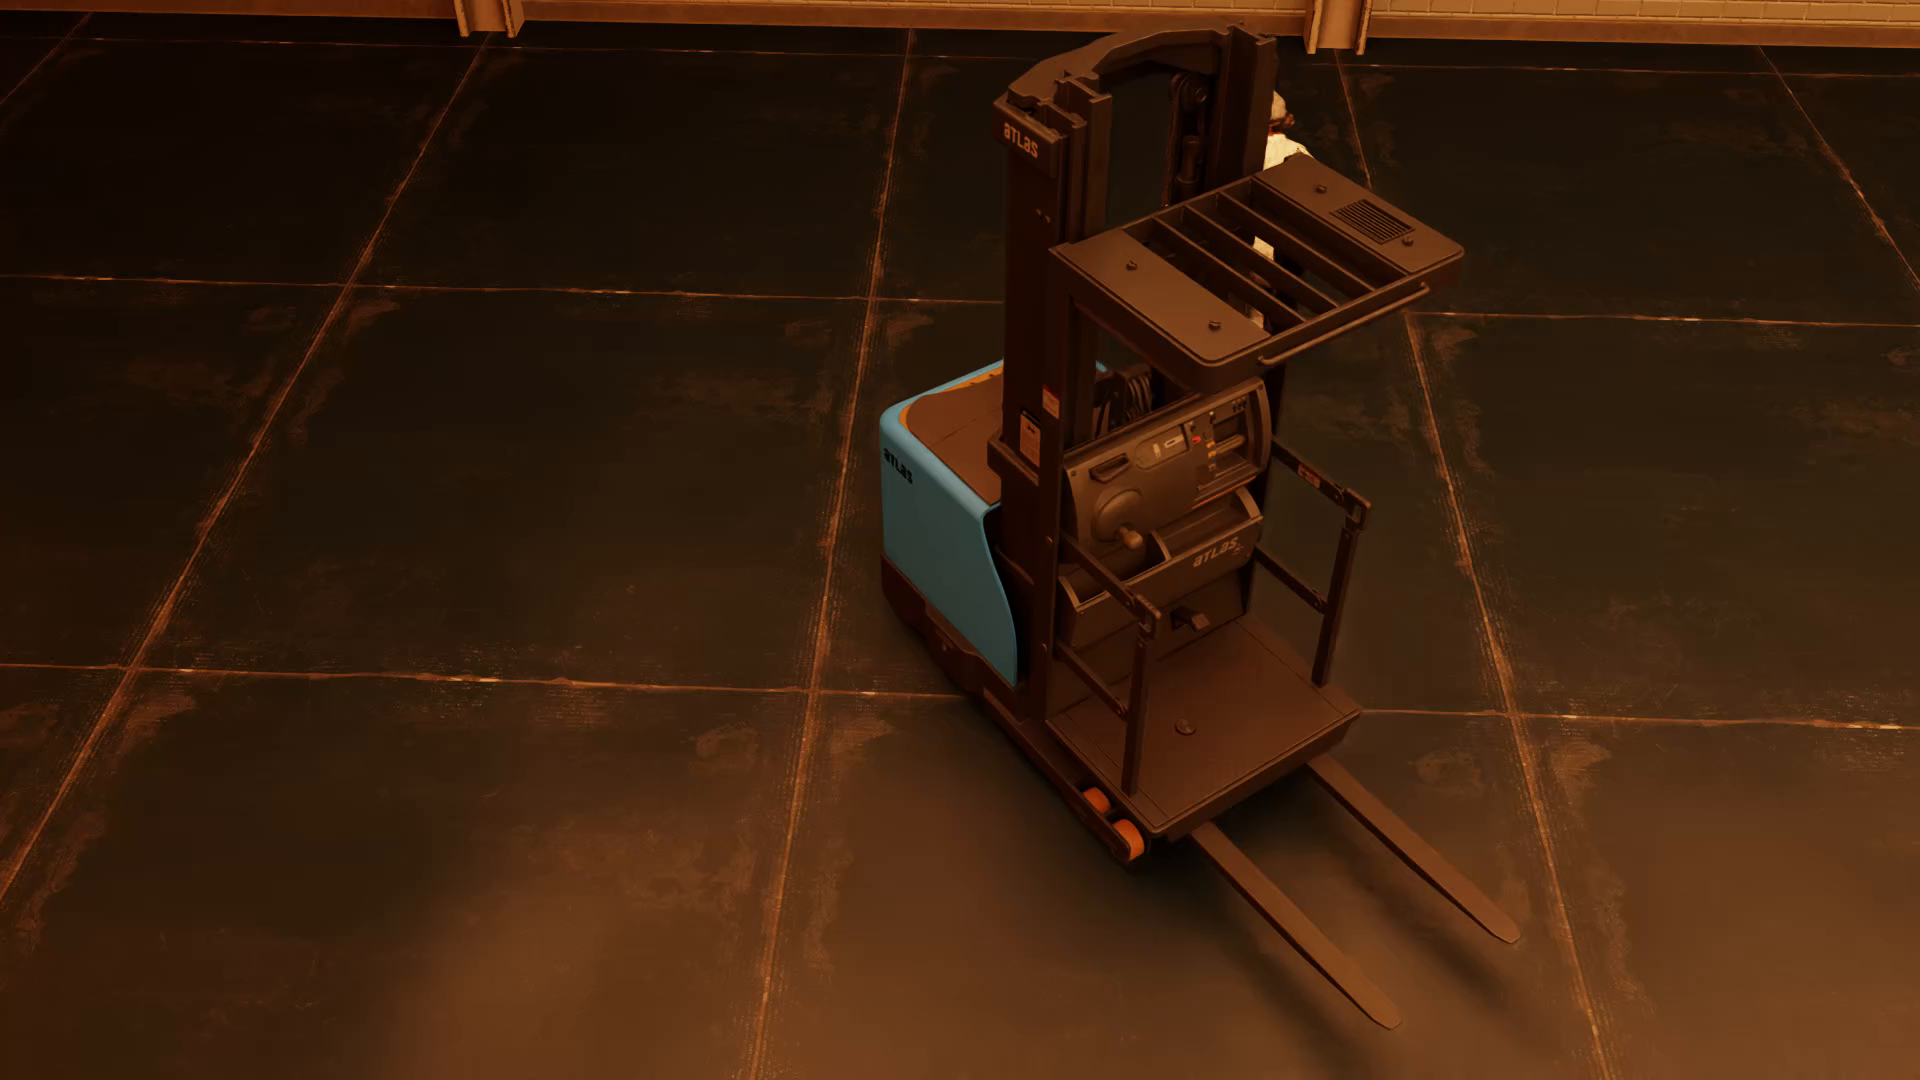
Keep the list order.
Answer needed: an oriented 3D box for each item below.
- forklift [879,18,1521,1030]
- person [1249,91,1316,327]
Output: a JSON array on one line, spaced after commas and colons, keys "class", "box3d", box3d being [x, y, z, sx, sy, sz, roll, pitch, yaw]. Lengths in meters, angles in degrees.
[{"class": "forklift", "box3d": [0.897, -0.195, 5.956, 1.130, 2.935, 3.031, -25, 48, -25]}, {"class": "person", "box3d": [1.444, -1.548, 8.455, 0.706, 1.583, 0.619, 1, 42, 1]}]
